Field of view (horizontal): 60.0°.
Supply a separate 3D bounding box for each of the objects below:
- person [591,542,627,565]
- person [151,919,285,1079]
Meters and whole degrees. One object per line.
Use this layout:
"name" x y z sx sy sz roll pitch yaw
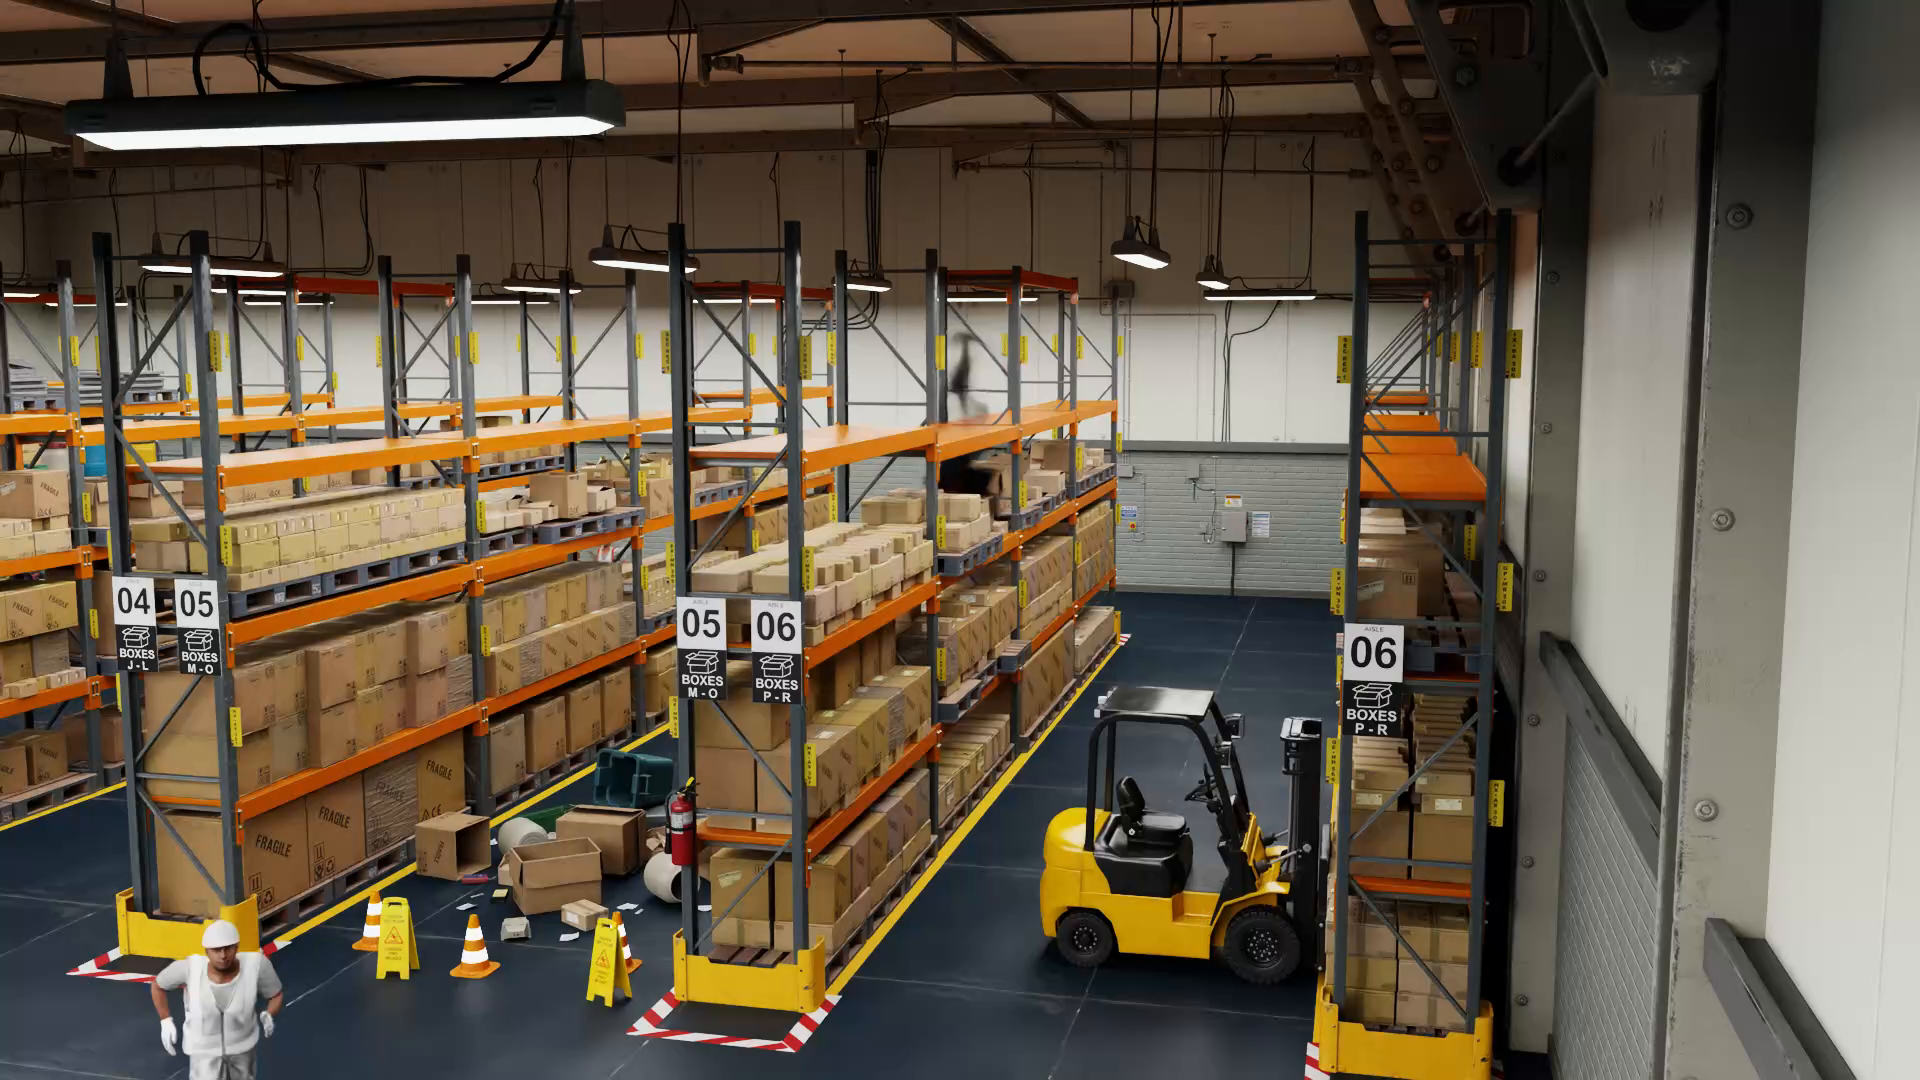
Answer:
"person" -6.222 0.719 29.398 0.669 1.753 0.606 1 7 10
"person" -4.477 3.103 10.093 0.718 1.756 0.914 -4 8 -31
